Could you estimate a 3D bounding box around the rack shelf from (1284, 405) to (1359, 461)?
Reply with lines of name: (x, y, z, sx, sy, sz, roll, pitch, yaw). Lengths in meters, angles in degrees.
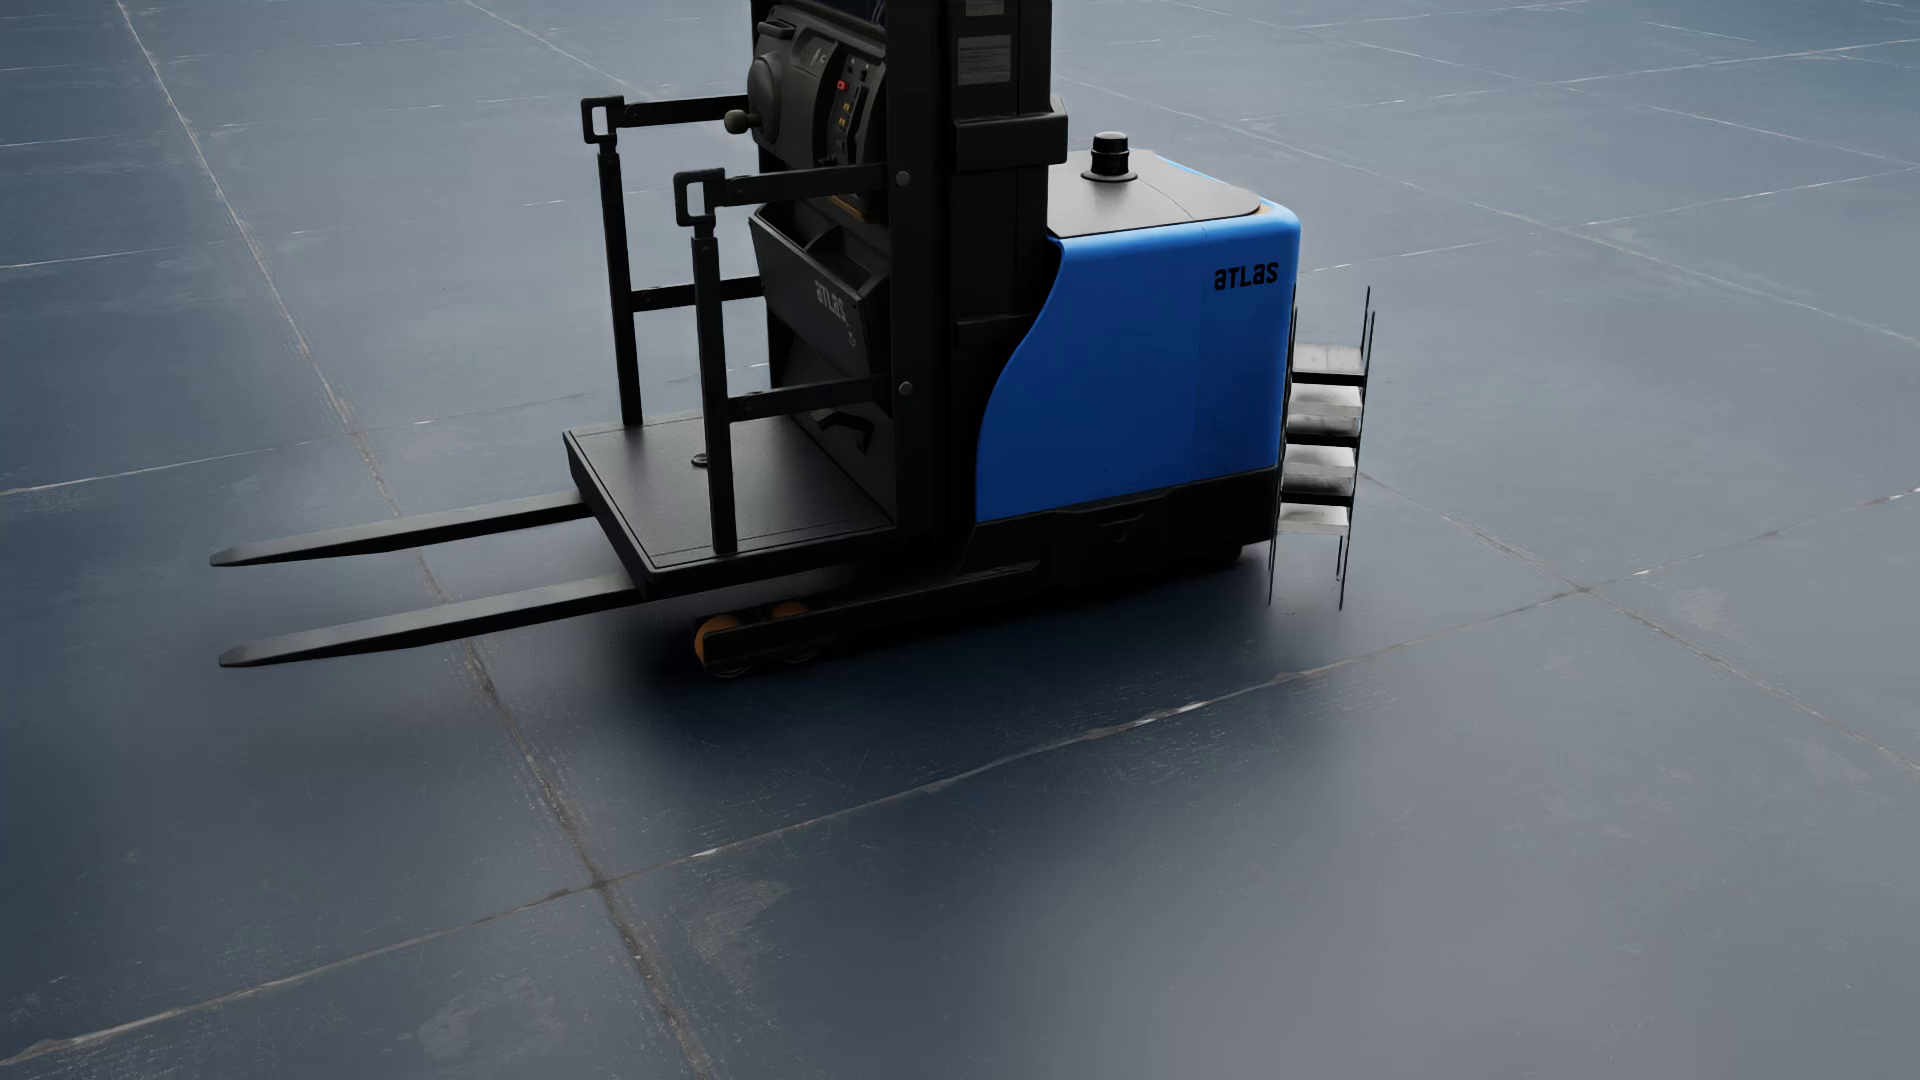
rack shelf: (1.024, -0.313, 4.731, 0.200, 0.077, 0.258, 4, 26, 8)

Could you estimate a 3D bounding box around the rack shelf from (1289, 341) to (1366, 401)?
rack shelf: (1.024, -0.475, 4.653, 0.200, 0.077, 0.258, 4, 26, 8)

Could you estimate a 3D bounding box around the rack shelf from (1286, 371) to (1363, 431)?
rack shelf: (1.024, -0.394, 4.692, 0.200, 0.077, 0.258, 4, 26, 8)

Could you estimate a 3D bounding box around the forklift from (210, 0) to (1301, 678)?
forklift: (-0.575, -1.210, 4.384, 3.031, 2.935, 1.130, -11, 28, -22)

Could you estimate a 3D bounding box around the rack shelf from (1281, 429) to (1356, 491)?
rack shelf: (1.024, -0.232, 4.770, 0.200, 0.077, 0.258, 4, 26, 8)

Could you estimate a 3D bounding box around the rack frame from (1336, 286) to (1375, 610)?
rack frame: (1.125, -0.254, 4.740, 0.006, 0.900, 0.240, 4, 26, 8)

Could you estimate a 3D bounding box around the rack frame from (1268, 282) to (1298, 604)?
rack frame: (0.924, -0.269, 4.770, 0.006, 0.900, 0.240, 4, 26, 8)

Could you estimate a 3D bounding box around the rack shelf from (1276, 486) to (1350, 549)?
rack shelf: (1.024, -0.069, 4.847, 0.200, 0.077, 0.258, 4, 26, 8)

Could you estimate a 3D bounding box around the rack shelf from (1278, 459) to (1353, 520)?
rack shelf: (1.024, -0.150, 4.808, 0.200, 0.077, 0.258, 4, 26, 8)

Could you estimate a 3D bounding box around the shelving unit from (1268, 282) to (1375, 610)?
shelving unit: (1.024, -0.262, 4.755, 0.210, 0.900, 0.258, 4, 26, 8)
